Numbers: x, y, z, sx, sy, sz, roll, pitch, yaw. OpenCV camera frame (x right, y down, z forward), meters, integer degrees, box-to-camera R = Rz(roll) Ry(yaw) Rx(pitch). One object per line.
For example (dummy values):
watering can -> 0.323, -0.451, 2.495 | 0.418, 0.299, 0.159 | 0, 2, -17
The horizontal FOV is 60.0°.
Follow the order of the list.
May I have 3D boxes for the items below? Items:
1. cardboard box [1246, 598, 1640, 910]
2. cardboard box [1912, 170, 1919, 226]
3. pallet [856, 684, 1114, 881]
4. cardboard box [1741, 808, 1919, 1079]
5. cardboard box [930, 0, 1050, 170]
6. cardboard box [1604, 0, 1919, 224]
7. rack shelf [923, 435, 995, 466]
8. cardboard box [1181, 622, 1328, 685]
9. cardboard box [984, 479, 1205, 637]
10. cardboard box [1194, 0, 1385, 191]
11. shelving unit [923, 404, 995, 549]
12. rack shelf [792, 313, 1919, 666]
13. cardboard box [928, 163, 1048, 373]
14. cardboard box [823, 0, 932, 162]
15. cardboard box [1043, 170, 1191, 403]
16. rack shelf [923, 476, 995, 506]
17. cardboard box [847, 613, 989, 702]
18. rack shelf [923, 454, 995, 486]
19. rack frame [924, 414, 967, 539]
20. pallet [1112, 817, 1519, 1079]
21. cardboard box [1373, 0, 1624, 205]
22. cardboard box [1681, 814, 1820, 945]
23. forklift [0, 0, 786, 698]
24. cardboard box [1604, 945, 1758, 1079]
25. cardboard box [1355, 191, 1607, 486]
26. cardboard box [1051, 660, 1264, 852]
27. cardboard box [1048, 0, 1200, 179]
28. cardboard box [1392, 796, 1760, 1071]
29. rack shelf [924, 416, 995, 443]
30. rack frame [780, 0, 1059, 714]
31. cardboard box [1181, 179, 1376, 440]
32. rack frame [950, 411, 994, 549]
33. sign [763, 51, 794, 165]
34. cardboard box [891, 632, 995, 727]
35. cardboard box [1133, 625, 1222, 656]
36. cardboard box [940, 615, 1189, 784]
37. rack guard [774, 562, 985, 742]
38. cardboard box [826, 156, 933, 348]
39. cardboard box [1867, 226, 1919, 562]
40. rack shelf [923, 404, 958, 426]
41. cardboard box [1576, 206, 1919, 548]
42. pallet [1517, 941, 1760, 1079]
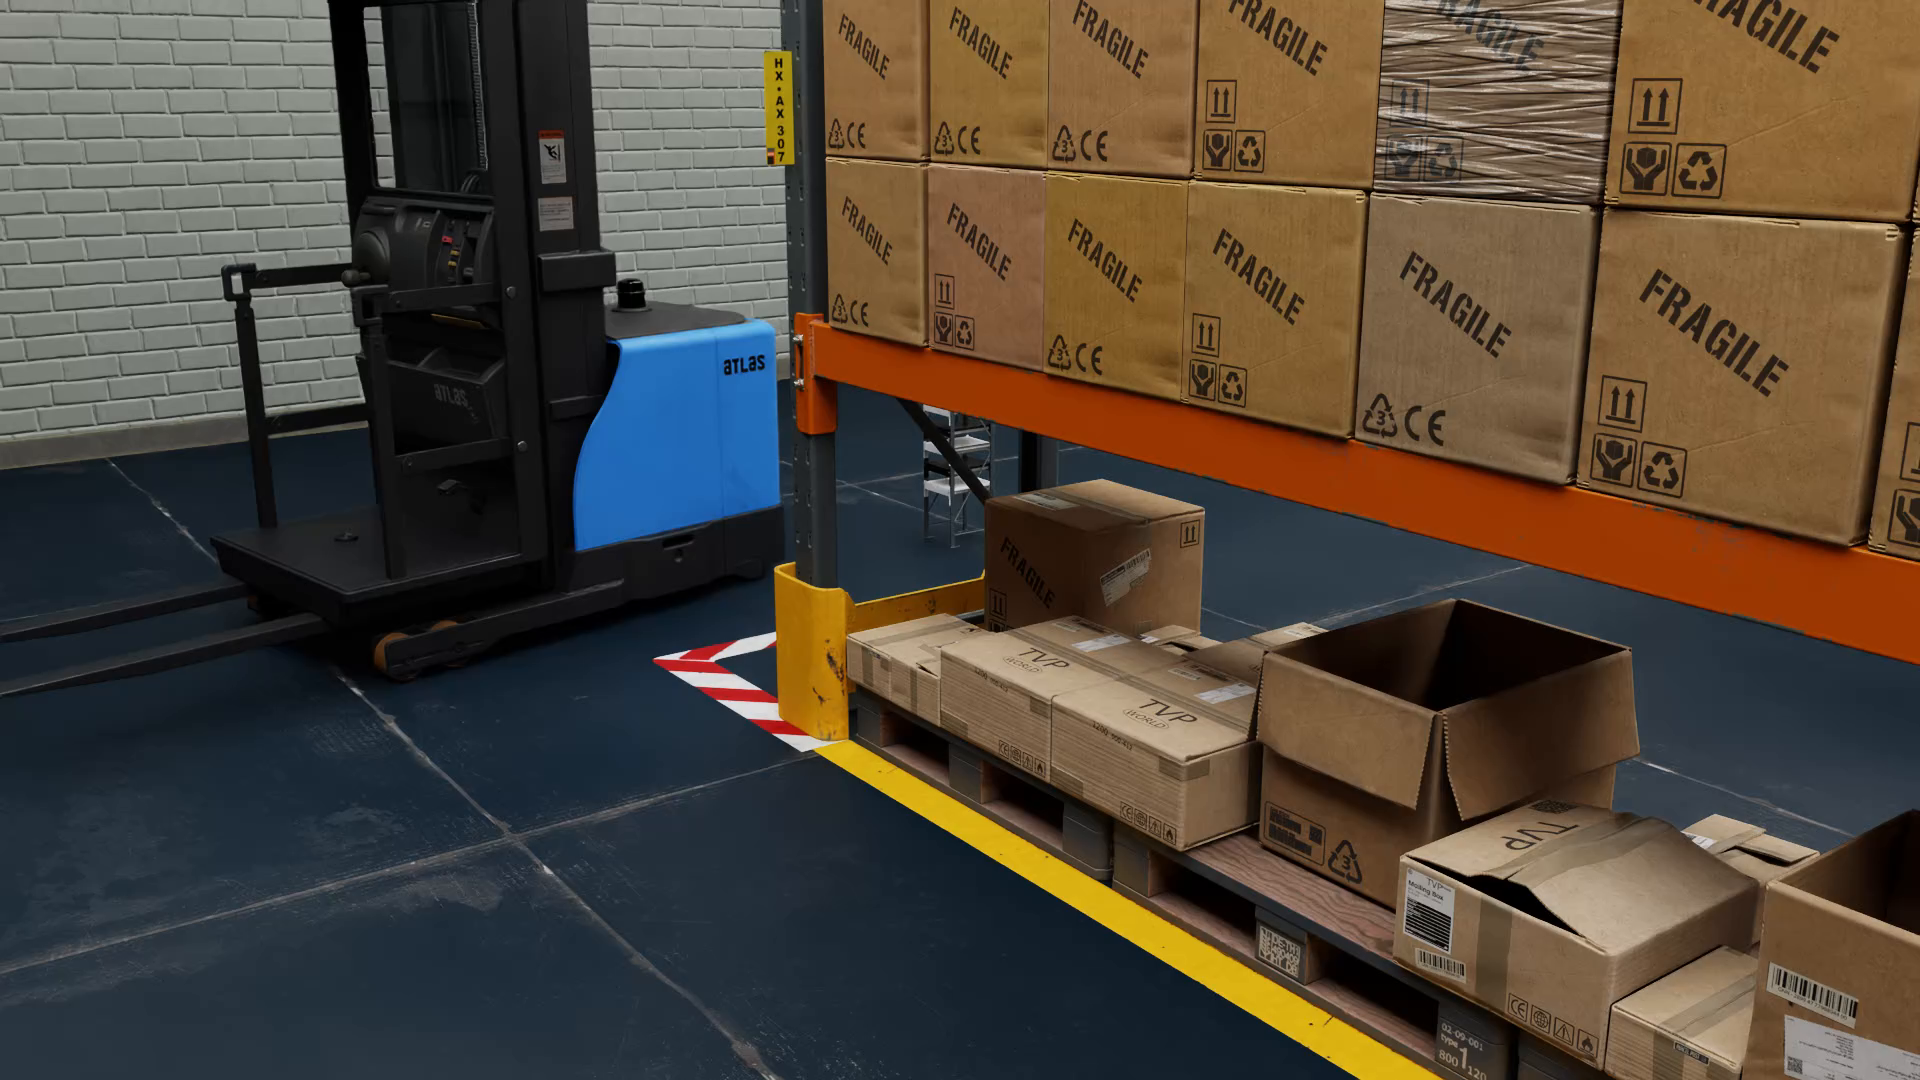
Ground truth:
cardboard box -> 1.149, 0.499, 3.967 | 0.797, 0.503, 0.637 | -11, 19, -35
cardboard box -> 1.751, -0.691, 2.335 | 0.500, 0.500, 0.500 | -11, 19, -34
pallet -> 0.420, 0.585, 5.041 | 1.003, 0.211, 1.213 | -11, 19, -35
cardboard box -> 1.693, 0.823, 2.788 | 0.500, 0.500, 0.500 | -11, 19, -35
cardboard box -> 0.267, -1.231, 4.309 | 0.500, 0.500, 0.500 | -11, 19, -34
cardboard box -> 1.447, -0.800, 2.733 | 0.500, 0.500, 0.500 | -11, 19, -36
rack shelf -> -0.005, -0.404, 7.472 | 0.258, 0.077, 0.200 | -11, 19, -35
cardboard box -> 0.959, 0.453, 4.616 | 0.500, 0.250, 0.500 | -11, 19, -35
cardboard box -> 0.425, 0.125, 5.341 | 0.500, 0.500, 0.500 | -11, 19, -35
cardboard box -> 0.856, -1.015, 3.520 | 0.500, 0.500, 0.500 | -11, 19, -35
shelving unit -> -0.005, -0.436, 7.464 | 0.258, 0.900, 0.210 | -11, 19, -35
rack shelf -> 1.082, -0.173, 3.888 | 1.077, 0.370, 4.000 | -11, 19, -35
cardboard box -> 0.261, -0.750, 4.445 | 0.500, 0.500, 0.500 | -11, 19, -35
cardboard box -> -0.047, -1.342, 4.713 | 0.500, 0.500, 0.500 | -10, 18, -33
cardboard box -> 0.554, -0.642, 4.052 | 0.500, 0.500, 0.500 | -11, 19, -35
rack shelf -> -0.005, -0.230, 7.520 | 0.258, 0.077, 0.200 | -11, 19, -35
cardboard box -> -0.126, 0.359, 5.150 | 0.380, 0.149, 0.250 | -11, 19, -35
rack shelf -> -0.005, -0.317, 7.496 | 0.258, 0.077, 0.200 | -11, 19, -35
rack frame -> -0.065, -0.457, 7.543 | 0.240, 0.900, 0.006 | -11, 19, -35
pallet -> 1.133, 0.845, 4.090 | 1.003, 0.211, 1.213 | -11, 19, -35
cardboard box -> 1.151, -0.908, 3.127 | 0.500, 0.500, 0.500 | -11, 19, -34
cardboard box -> 1.669, 0.755, 3.668 | 0.380, 0.166, 0.250 | -11, 19, -35
forklift -> -2.118, -1.076, 5.956 | 1.130, 2.935, 3.031 | 14, 21, 42
cardboard box -> 1.424, 0.922, 3.093 | 0.380, 0.149, 0.250 | -11, 19, -35
cardboard box -> 1.148, -0.427, 3.265 | 0.500, 0.500, 0.500 | -10, 18, -33
cardboard box -> 0.584, 0.541, 4.293 | 0.500, 0.250, 0.500 | -11, 19, -35
cardboard box -> 0.557, -1.124, 3.916 | 0.500, 0.500, 0.500 | -11, 19, -34
cardboard box -> 1.252, 0.754, 3.398 | 0.500, 0.311, 0.500 | -11, 19, -35
rack shelf -> -0.005, -0.490, 7.449 | 0.258, 0.077, 0.200 | -11, 19, -35
rack frame -> -0.094, -0.947, 5.353 | 1.000, 3.000, 0.127 | -11, 19, -35
cardboard box -> 0.846, -0.535, 3.661 | 0.500, 0.500, 0.500 | -11, 19, -34
rack frame -> 0.055, -0.414, 7.384 | 0.240, 0.900, 0.006 | -11, 19, -35
sign -> -0.533, -1.280, 4.931 | 0.100, 0.325, 0.005 | -11, 19, -35
cardboard box -> 0.021, 0.404, 4.953 | 0.380, 0.166, 0.250 | -11, 19, -35
cardboard box -> 0.590, 0.386, 5.018 | 0.380, 0.166, 0.250 | -11, 19, -35
cardboard box -> 0.290, 0.434, 4.683 | 0.500, 0.250, 0.500 | -11, 19, -35
rack guard -> -0.050, 0.275, 5.624 | 1.175, 0.500, 0.348 | -11, 19, -35
cardboard box -> -0.047, -0.859, 4.845 | 0.500, 0.500, 0.500 | -10, 18, -33
cardboard box -> 1.756, -0.208, 2.464 | 0.500, 0.500, 0.500 | -10, 18, -34
rack shelf -> -0.005, -0.577, 7.425 | 0.258, 0.077, 0.200 | -11, 19, -35
cardboard box -> 1.452, -0.318, 2.865 | 0.500, 0.500, 0.500 | -10, 18, -33
pallet -> 1.855, 1.106, 3.137 | 1.003, 0.211, 1.213 | -11, 19, -35
